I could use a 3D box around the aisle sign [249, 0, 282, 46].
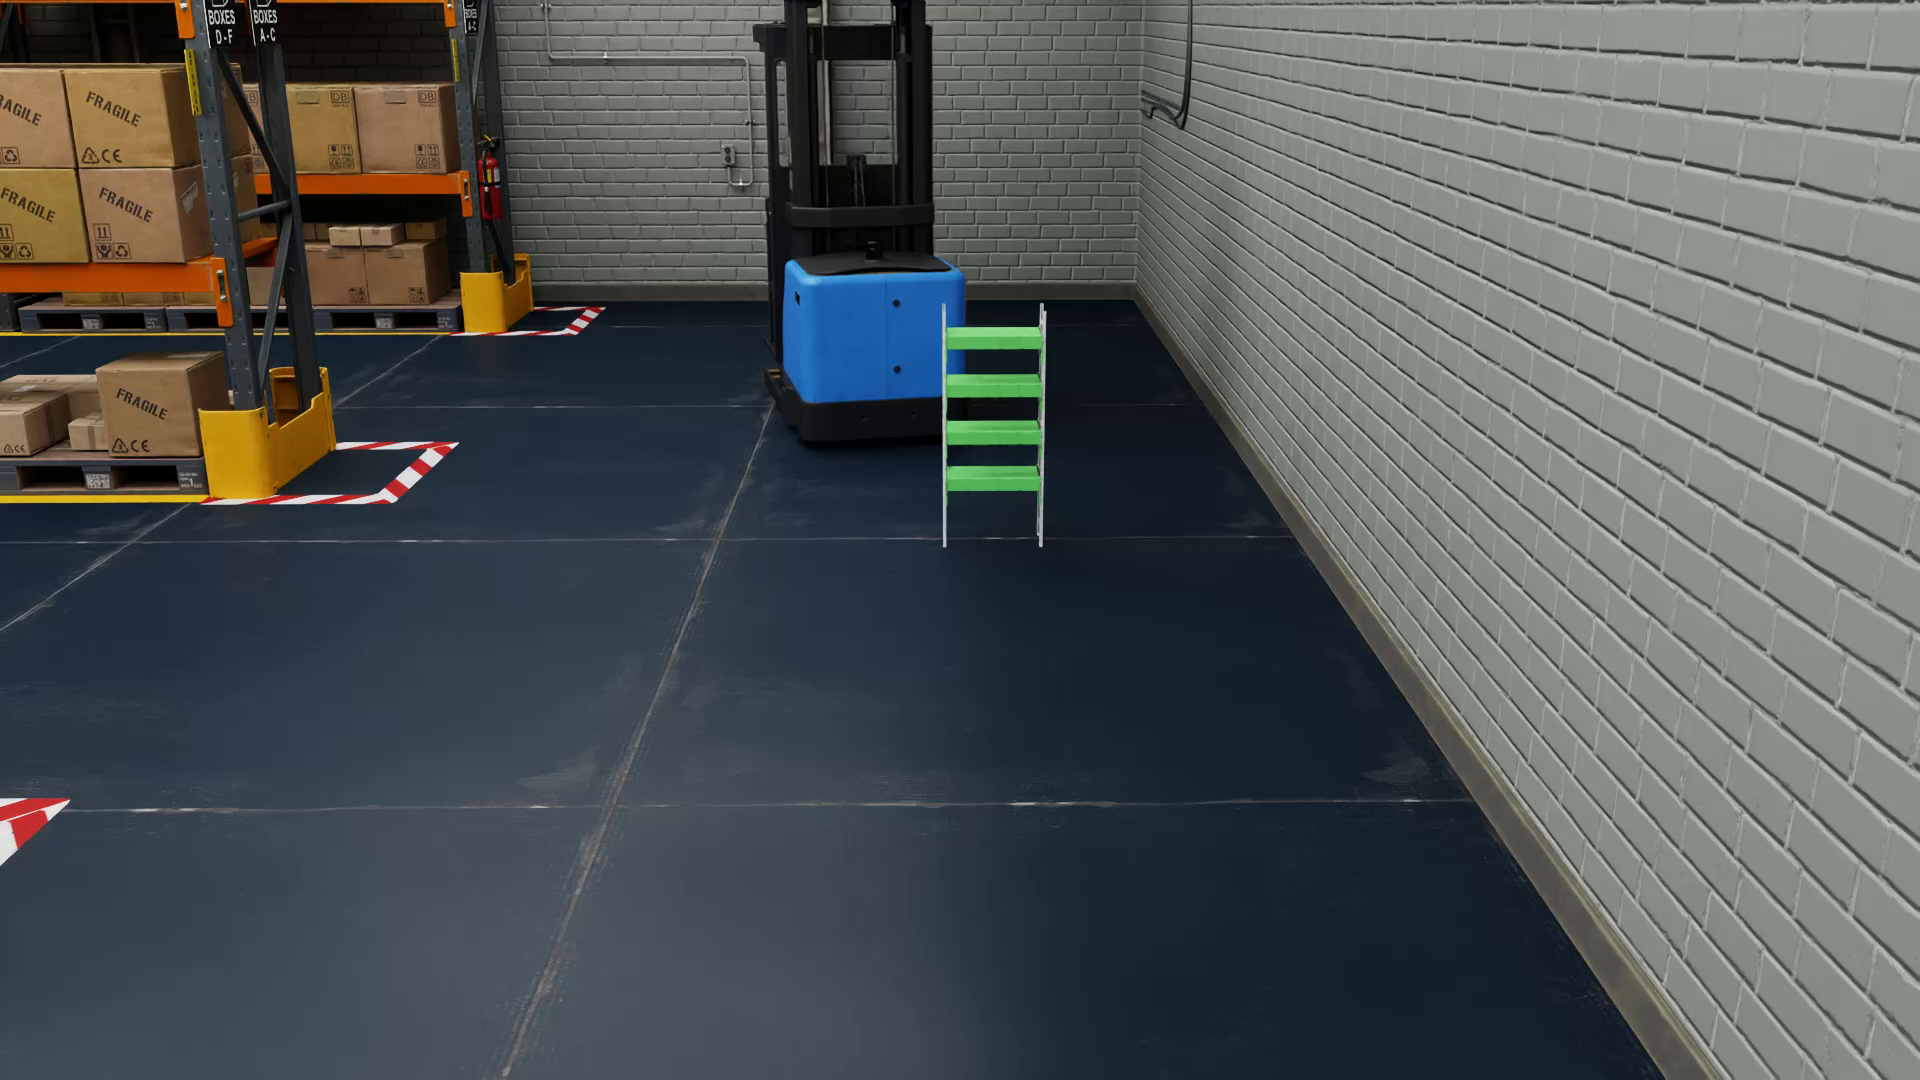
[{"bbox_3d":[-3.893,-3.163,9.242,0.004,0.787,0.394,0,18,-1],"label":"aisle sign"}]

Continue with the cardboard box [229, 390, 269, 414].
[{"bbox_3d":[-4.381,-0.790,10.047,0.250,0.149,0.380,0,18,-1],"label":"cardboard box"}]

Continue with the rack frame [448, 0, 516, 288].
[{"bbox_3d":[-4.039,-3.348,14.075,0.127,3.000,1.000,0,18,-1],"label":"rack frame"}]

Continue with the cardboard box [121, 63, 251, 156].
[{"bbox_3d":[-4.404,-2.437,9.435,0.500,0.500,0.500,0,18,1],"label":"cardboard box"}]

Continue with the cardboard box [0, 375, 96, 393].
[{"bbox_3d":[-5.505,-0.815,9.958,0.500,0.250,0.500,0,18,-1],"label":"cardboard box"}]

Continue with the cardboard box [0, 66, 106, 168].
[{"bbox_3d":[-4.902,-2.270,8.913,0.500,0.500,0.500,0,18,1],"label":"cardboard box"}]

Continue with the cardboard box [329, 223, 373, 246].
[{"bbox_3d":[-5.118,-2.575,14.007,0.250,0.149,0.380,0,18,1],"label":"cardboard box"}]

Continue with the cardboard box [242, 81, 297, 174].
[{"bbox_3d":[-6.038,-3.478,13.987,0.700,0.700,0.980,-1,18,-4],"label":"cardboard box"}]

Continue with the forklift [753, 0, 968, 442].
[{"bbox_3d":[-0.776,-2.409,11.259,1.130,2.935,3.031,-4,18,-12],"label":"forklift"}]

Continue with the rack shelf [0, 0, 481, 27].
[{"bbox_3d":[-6.038,-4.424,13.696,4.000,0.370,1.077,0,18,-1],"label":"rack shelf"}]

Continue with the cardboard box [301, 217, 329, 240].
[{"bbox_3d":[-5.626,-2.689,14.363,0.250,0.149,0.380,0,18,0],"label":"cardboard box"}]

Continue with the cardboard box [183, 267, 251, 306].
[{"bbox_3d":[-6.273,-2.314,14.256,0.500,0.500,0.700,0,18,0],"label":"cardboard box"}]

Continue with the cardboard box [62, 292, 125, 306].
[{"bbox_3d":[-7.289,-2.311,14.246,0.500,0.500,0.700,0,18,0],"label":"cardboard box"}]

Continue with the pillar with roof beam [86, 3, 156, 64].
[{"bbox_3d":[-7.284,-5.138,9.833,0.400,9.000,9.100,0,18,-1],"label":"pillar with roof beam"}]

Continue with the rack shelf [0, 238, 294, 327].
[{"bbox_3d":[-5.956,-1.483,9.438,4.000,0.370,1.077,0,18,-1],"label":"rack shelf"}]

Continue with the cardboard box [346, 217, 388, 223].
[{"bbox_3d":[-5.122,-2.692,14.371,0.250,0.149,0.380,0,18,-1],"label":"cardboard box"}]

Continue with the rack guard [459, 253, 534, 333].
[{"bbox_3d":[-4.015,-2.158,14.457,0.348,0.500,1.175,0,18,-1],"label":"rack guard"}]

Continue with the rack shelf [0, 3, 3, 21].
[{"bbox_3d":[-10.038,-4.405,13.636,4.000,0.370,1.077,0,18,-1],"label":"rack shelf"}]

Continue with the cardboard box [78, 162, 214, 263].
[{"bbox_3d":[-4.400,-1.798,9.077,0.500,0.500,0.500,0,18,1],"label":"cardboard box"}]

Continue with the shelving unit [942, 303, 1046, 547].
[{"bbox_3d":[0.166,-0.572,8.367,0.503,1.200,0.258,0,18,-1],"label":"shelving unit"}]

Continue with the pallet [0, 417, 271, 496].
[{"bbox_3d":[-4.830,-0.503,9.770,1.213,0.211,1.003,0,18,-1],"label":"pallet"}]

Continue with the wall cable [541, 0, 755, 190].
[{"bbox_3d":[-2.773,-4.127,14.839,1.851,1.984,0.084,0,18,-1],"label":"wall cable"}]

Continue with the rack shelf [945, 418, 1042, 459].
[{"bbox_3d":[0.166,-0.511,8.386,0.480,0.148,0.258,0,18,-1],"label":"rack shelf"}]

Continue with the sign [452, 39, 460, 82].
[{"bbox_3d":[-4.044,-3.847,13.345,0.005,0.325,0.100,0,18,-1],"label":"sign"}]

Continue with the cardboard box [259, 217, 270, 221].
[{"bbox_3d":[-6.136,-2.687,14.356,0.250,0.149,0.380,-1,18,-2],"label":"cardboard box"}]

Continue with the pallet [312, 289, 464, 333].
[{"bbox_3d":[-4.837,-1.993,14.414,1.213,0.211,1.003,0,18,-1],"label":"pallet"}]

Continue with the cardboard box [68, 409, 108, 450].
[{"bbox_3d":[-4.903,-0.643,9.561,0.250,0.166,0.380,0,18,-1],"label":"cardboard box"}]

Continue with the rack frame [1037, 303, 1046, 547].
[{"bbox_3d":[0.409,-0.573,8.370,0.015,1.200,0.240,0,18,-1],"label":"rack frame"}]

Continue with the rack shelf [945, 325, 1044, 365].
[{"bbox_3d":[0.166,-0.968,8.240,0.480,0.148,0.258,0,18,-1],"label":"rack shelf"}]

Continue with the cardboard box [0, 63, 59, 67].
[{"bbox_3d":[-5.427,-2.432,9.417,0.500,0.500,0.500,0,18,0],"label":"cardboard box"}]

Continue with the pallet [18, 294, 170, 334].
[{"bbox_3d":[-7.276,-1.981,14.377,1.213,0.211,1.003,0,18,-1],"label":"pallet"}]

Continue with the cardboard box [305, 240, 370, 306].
[{"bbox_3d":[-5.237,-2.322,14.279,0.500,0.500,0.700,0,18,-1],"label":"cardboard box"}]

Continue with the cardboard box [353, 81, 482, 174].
[{"bbox_3d":[-4.548,-3.486,14.012,0.700,0.700,0.980,1,18,2],"label":"cardboard box"}]
